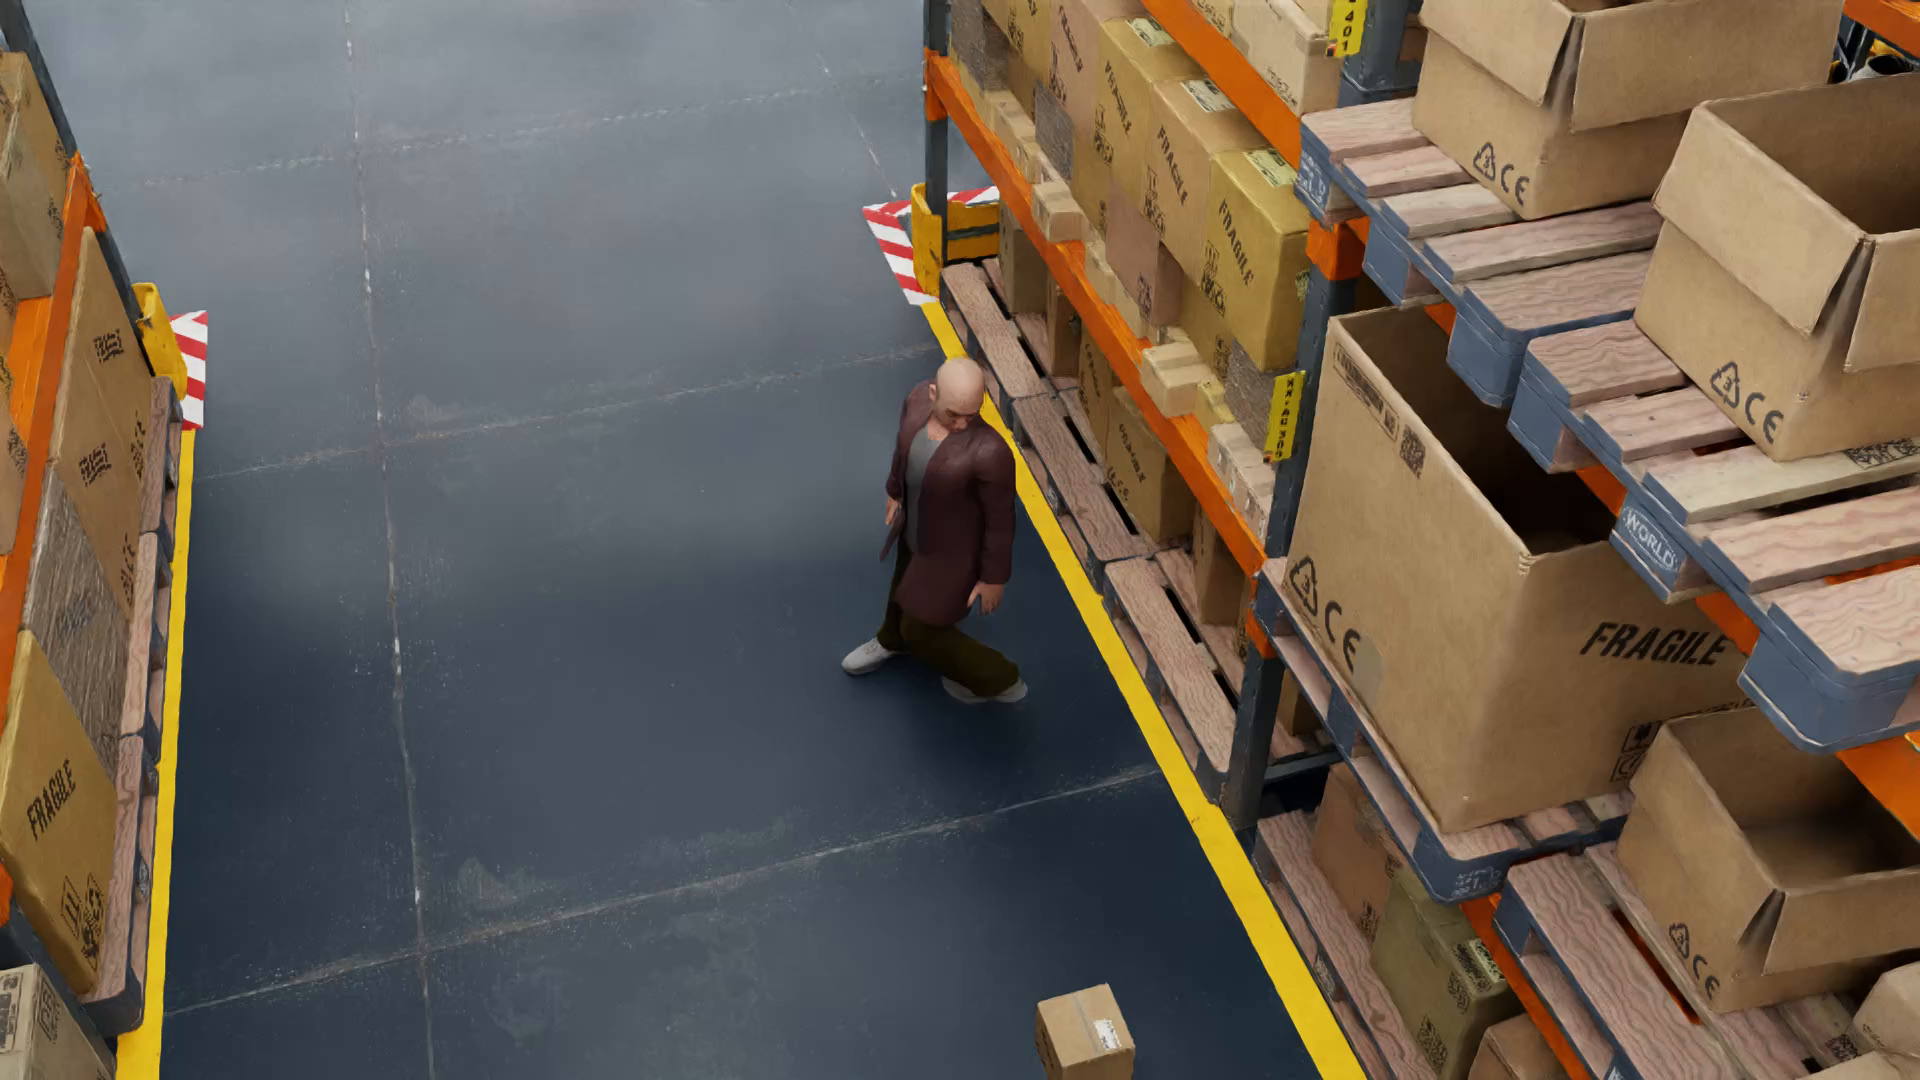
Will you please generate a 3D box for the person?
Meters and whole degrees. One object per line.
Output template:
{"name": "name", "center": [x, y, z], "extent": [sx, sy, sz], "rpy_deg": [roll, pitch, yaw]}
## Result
{"name": "person", "center": [-0.105, -0.017, 6.207], "extent": [0.578, 1.741, 0.689], "rpy_deg": [-18, 45, -19]}
